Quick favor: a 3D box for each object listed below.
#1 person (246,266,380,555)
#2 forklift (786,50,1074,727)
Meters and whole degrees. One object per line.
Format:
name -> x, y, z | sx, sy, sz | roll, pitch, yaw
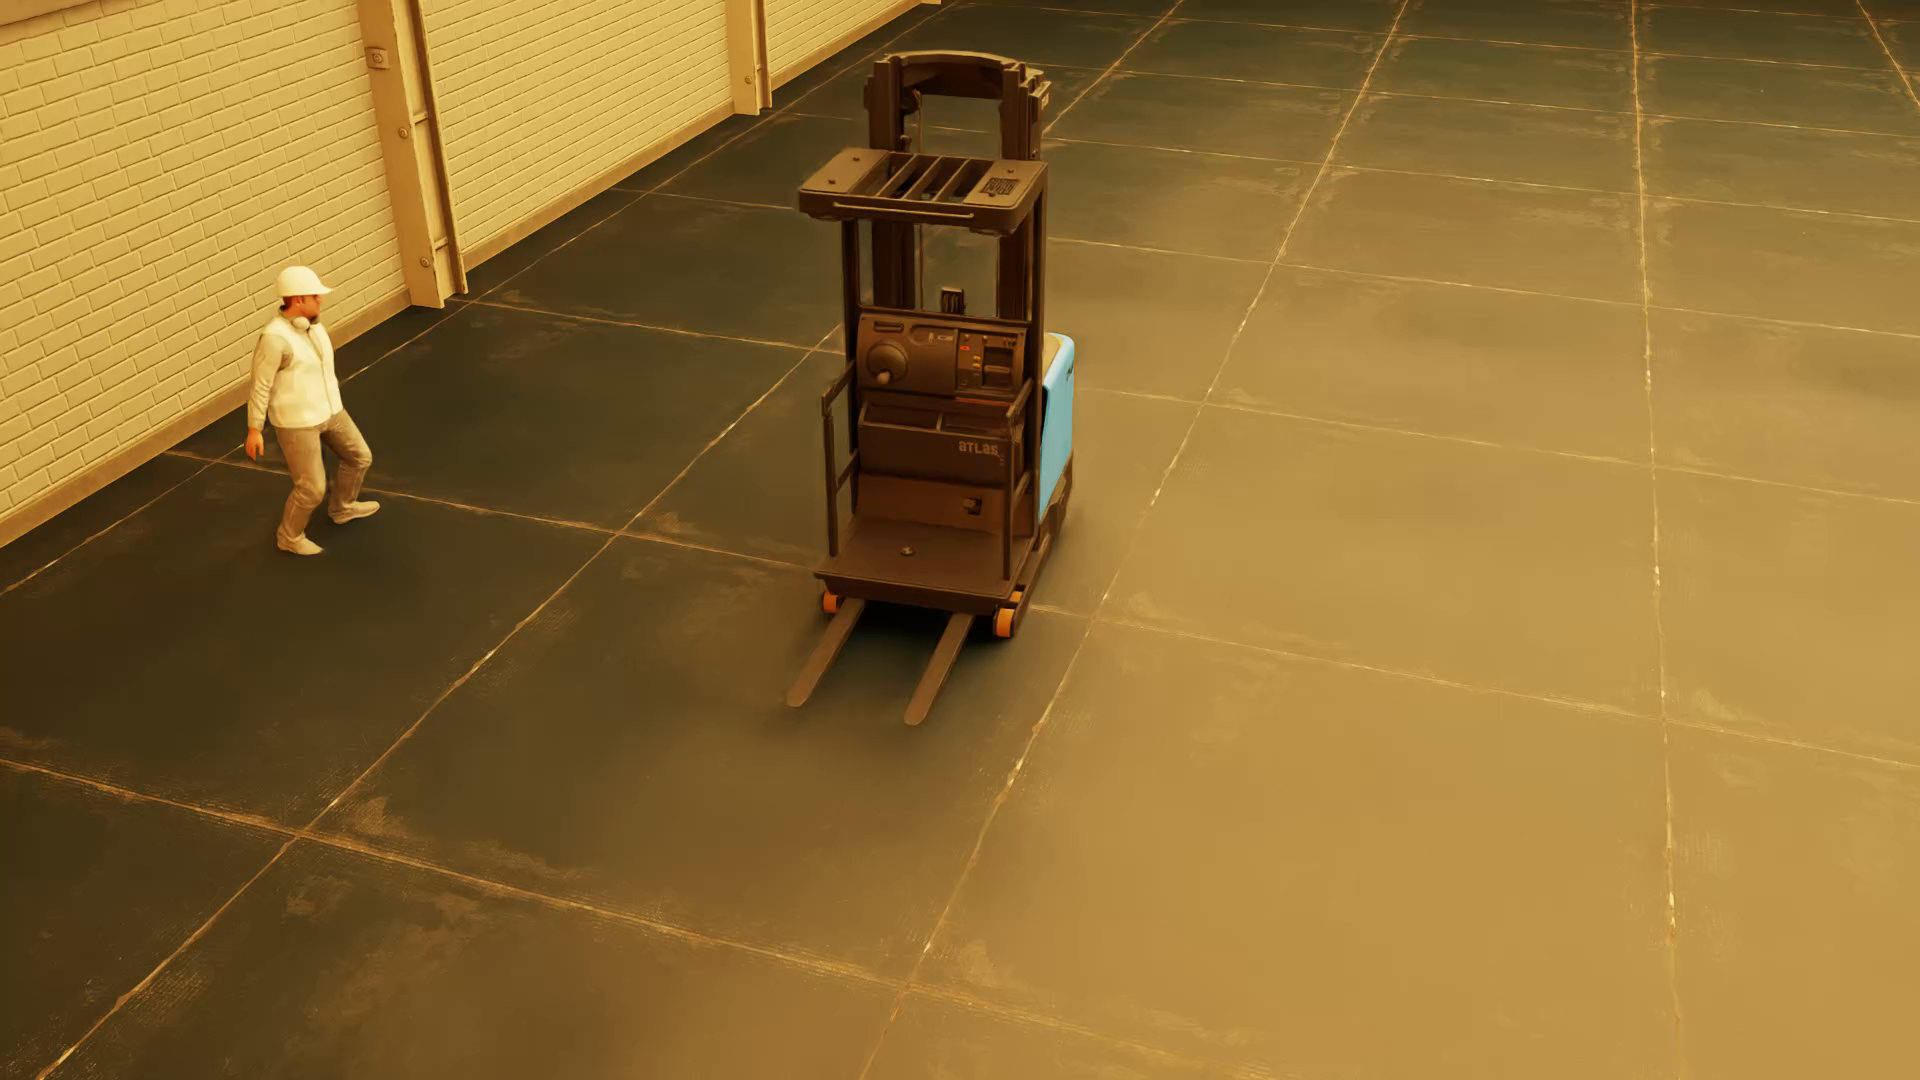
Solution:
person -> -3.836, -0.726, 9.691 | 0.480, 1.752, 0.871 | 8, 31, 13
forklift -> -0.156, -0.945, 8.794 | 1.130, 2.935, 3.031 | 7, 30, 13
